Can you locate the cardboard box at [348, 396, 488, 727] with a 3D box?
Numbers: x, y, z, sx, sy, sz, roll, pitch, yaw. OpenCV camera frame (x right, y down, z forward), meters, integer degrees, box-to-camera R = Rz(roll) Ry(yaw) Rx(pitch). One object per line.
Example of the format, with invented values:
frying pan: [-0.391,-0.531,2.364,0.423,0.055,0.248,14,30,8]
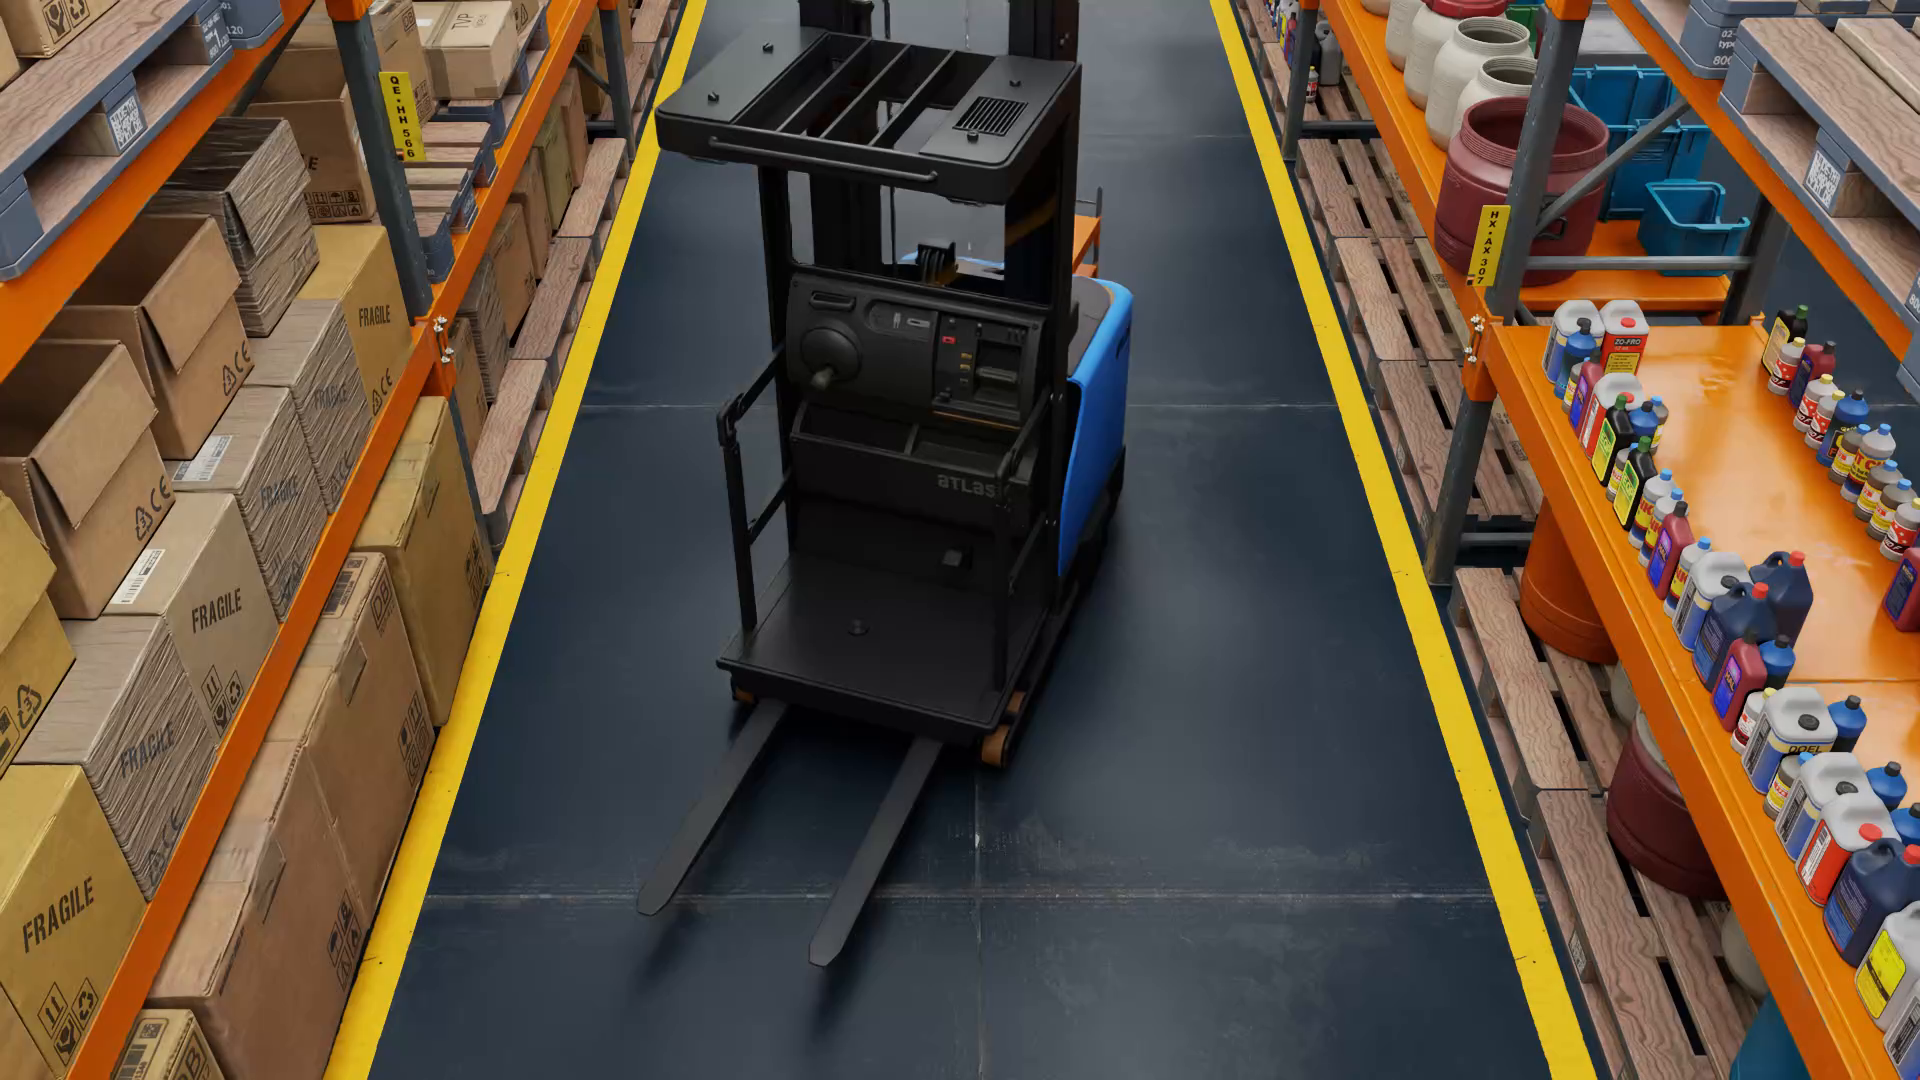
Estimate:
cardboard box: [-2.500,0.090,6.102,1.225,0.875,0.875,-2,39,-2]

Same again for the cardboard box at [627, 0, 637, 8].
cardboard box: [-2.489,-4.042,11.558,0.500,0.500,0.500,3,39,4]

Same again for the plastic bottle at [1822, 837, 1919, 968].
plastic bottle: [2.149,0.820,3.867,0.144,0.351,0.185,0,39,0]

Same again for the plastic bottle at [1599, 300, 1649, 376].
plastic bottle: [2.302,-0.691,5.813,0.152,0.276,0.135,0,39,0]

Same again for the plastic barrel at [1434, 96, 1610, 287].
plastic barrel: [2.169,-1.353,6.431,0.600,0.536,0.708,0,39,0]

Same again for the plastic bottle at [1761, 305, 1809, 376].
plastic bottle: [2.900,-0.712,5.833,0.061,0.283,0.133,0,39,0]

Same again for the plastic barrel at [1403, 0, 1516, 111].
plastic barrel: [2.251,-2.237,7.534,0.433,0.535,0.433,0,39,0]

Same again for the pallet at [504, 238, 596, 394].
pallet: [-2.478,-1.168,8.539,1.003,0.211,1.213,0,39,0]

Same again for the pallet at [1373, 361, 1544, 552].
pallet: [2.511,-0.407,7.589,1.003,0.211,1.213,0,39,0]

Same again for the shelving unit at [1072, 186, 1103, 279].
shelving unit: [0.426,-0.949,7.475,0.258,1.200,0.503,12,40,15]

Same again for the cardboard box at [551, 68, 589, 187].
cardboard box: [-2.506,-2.320,9.394,0.700,0.500,0.500,-3,39,-4]

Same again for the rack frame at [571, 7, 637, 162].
rack frame: [-2.485,-3.508,9.229,1.000,3.000,0.127,0,39,0]

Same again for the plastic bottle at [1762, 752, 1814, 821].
plastic bottle: [2.125,0.622,4.234,0.097,0.201,0.097,0,39,0]

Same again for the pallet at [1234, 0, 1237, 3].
pallet: [2.506,-4.369,12.533,1.003,0.211,1.213,0,39,0]

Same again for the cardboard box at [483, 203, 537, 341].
cardboard box: [-2.522,-1.323,8.150,0.700,0.500,0.500,3,39,4]

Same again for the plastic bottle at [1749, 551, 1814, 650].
plastic bottle: [2.300,0.163,4.688,0.144,0.351,0.185,0,39,0]

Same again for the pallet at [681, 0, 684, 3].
pallet: [-2.524,-4.366,12.529,1.003,0.211,1.213,0,39,0]

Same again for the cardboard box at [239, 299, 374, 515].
cardboard box: [-2.237,-0.425,5.302,0.500,0.500,0.500,0,39,0]

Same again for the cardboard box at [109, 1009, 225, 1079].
cardboard box: [-2.496,1.760,4.019,1.225,0.875,0.875,0,39,0]

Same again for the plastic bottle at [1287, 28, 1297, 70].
plastic bottle: [2.179,-3.172,10.576,0.144,0.351,0.185,-2,39,-2]

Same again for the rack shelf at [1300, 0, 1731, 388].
rack shelf: [2.470,-1.980,7.898,1.077,0.370,4.000,0,39,0]

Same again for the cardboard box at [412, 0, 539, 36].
cardboard box: [-2.390,-2.628,7.713,0.797,0.503,0.637,4,39,5]

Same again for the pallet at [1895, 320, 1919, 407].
pallet: [2.379,-0.096,2.723,1.213,0.211,1.003,0,39,0]

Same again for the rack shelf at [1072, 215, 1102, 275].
rack shelf: [0.426,-1.256,7.229,0.258,0.148,0.480,12,40,15]

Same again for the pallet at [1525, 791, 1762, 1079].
pallet: [2.514,1.332,5.419,1.003,0.211,1.213,0,39,0]

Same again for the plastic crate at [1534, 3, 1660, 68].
plastic crate: [2.777,-2.046,7.353,0.402,0.464,0.583,0,39,0]

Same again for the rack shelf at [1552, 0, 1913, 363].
rack shelf: [2.475,-0.649,3.838,1.077,0.370,4.000,0,39,0]

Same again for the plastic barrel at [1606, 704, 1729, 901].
plastic barrel: [2.492,0.779,5.472,0.600,0.588,0.708,0,39,0]

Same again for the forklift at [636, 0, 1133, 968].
forklift: [-0.238,-0.591,5.644,1.130,2.935,3.031,12,40,15]

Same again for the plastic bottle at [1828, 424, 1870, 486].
plastic bottle: [2.882,-0.281,5.361,0.097,0.201,0.097,0,39,0]

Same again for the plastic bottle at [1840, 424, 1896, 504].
plastic bottle: [2.882,-0.247,5.263,0.097,0.271,0.097,0,39,0]

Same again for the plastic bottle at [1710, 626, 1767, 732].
plastic bottle: [2.106,0.373,4.479,0.061,0.283,0.133,0,39,0]

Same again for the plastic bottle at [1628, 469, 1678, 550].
plastic bottle: [2.124,-0.100,5.079,0.097,0.271,0.097,0,39,0]

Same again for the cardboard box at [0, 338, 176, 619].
cardboard box: [-2.490,-0.153,4.160,0.797,0.503,0.637,1,39,1]

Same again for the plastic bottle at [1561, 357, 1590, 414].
plastic bottle: [2.123,-0.528,5.670,0.097,0.201,0.097,0,39,0]

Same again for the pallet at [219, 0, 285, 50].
pallet: [-2.426,-1.701,4.726,1.213,0.211,1.003,2,39,2]

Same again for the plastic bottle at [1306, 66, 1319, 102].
plastic bottle: [2.156,-2.818,10.254,0.097,0.201,0.097,0,39,0]

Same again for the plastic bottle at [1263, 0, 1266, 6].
plastic bottle: [2.136,-3.849,11.475,0.061,0.283,0.133,1,39,1]

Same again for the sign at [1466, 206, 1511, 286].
sign: [1.923,-1.069,6.055,0.100,0.325,0.005,0,39,0]

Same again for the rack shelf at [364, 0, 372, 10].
rack shelf: [-2.482,-3.147,6.955,1.077,0.370,4.000,0,39,0]

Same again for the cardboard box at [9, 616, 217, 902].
cardboard box: [-2.228,0.541,4.097,0.500,0.500,0.500,-1,39,-1]

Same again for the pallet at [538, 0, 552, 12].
pallet: [-2.629,-2.955,8.692,1.003,0.211,1.213,0,39,0]

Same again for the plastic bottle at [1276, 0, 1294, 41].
plastic bottle: [2.182,-3.447,10.978,0.152,0.276,0.135,1,39,1]

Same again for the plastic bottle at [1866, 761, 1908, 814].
plastic bottle: [2.277,0.655,4.136,0.097,0.271,0.097,0,39,0]

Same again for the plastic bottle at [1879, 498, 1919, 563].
plastic bottle: [2.883,-0.037,5.057,0.097,0.201,0.097,0,39,0]

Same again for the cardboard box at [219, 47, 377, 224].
cardboard box: [-2.521,-1.547,6.366,0.500,0.500,0.500,-5,39,-6]

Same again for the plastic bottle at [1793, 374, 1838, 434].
plastic bottle: [2.882,-0.464,5.589,0.097,0.201,0.097,0,39,0]

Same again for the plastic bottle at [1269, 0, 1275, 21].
plastic bottle: [2.155,-3.620,11.254,0.097,0.201,0.097,0,39,0]

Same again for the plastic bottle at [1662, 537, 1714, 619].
plastic bottle: [2.124,0.106,4.822,0.097,0.271,0.097,0,39,0]

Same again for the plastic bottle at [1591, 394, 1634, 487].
plastic bottle: [2.105,-0.321,5.345,0.061,0.283,0.133,0,39,0]
